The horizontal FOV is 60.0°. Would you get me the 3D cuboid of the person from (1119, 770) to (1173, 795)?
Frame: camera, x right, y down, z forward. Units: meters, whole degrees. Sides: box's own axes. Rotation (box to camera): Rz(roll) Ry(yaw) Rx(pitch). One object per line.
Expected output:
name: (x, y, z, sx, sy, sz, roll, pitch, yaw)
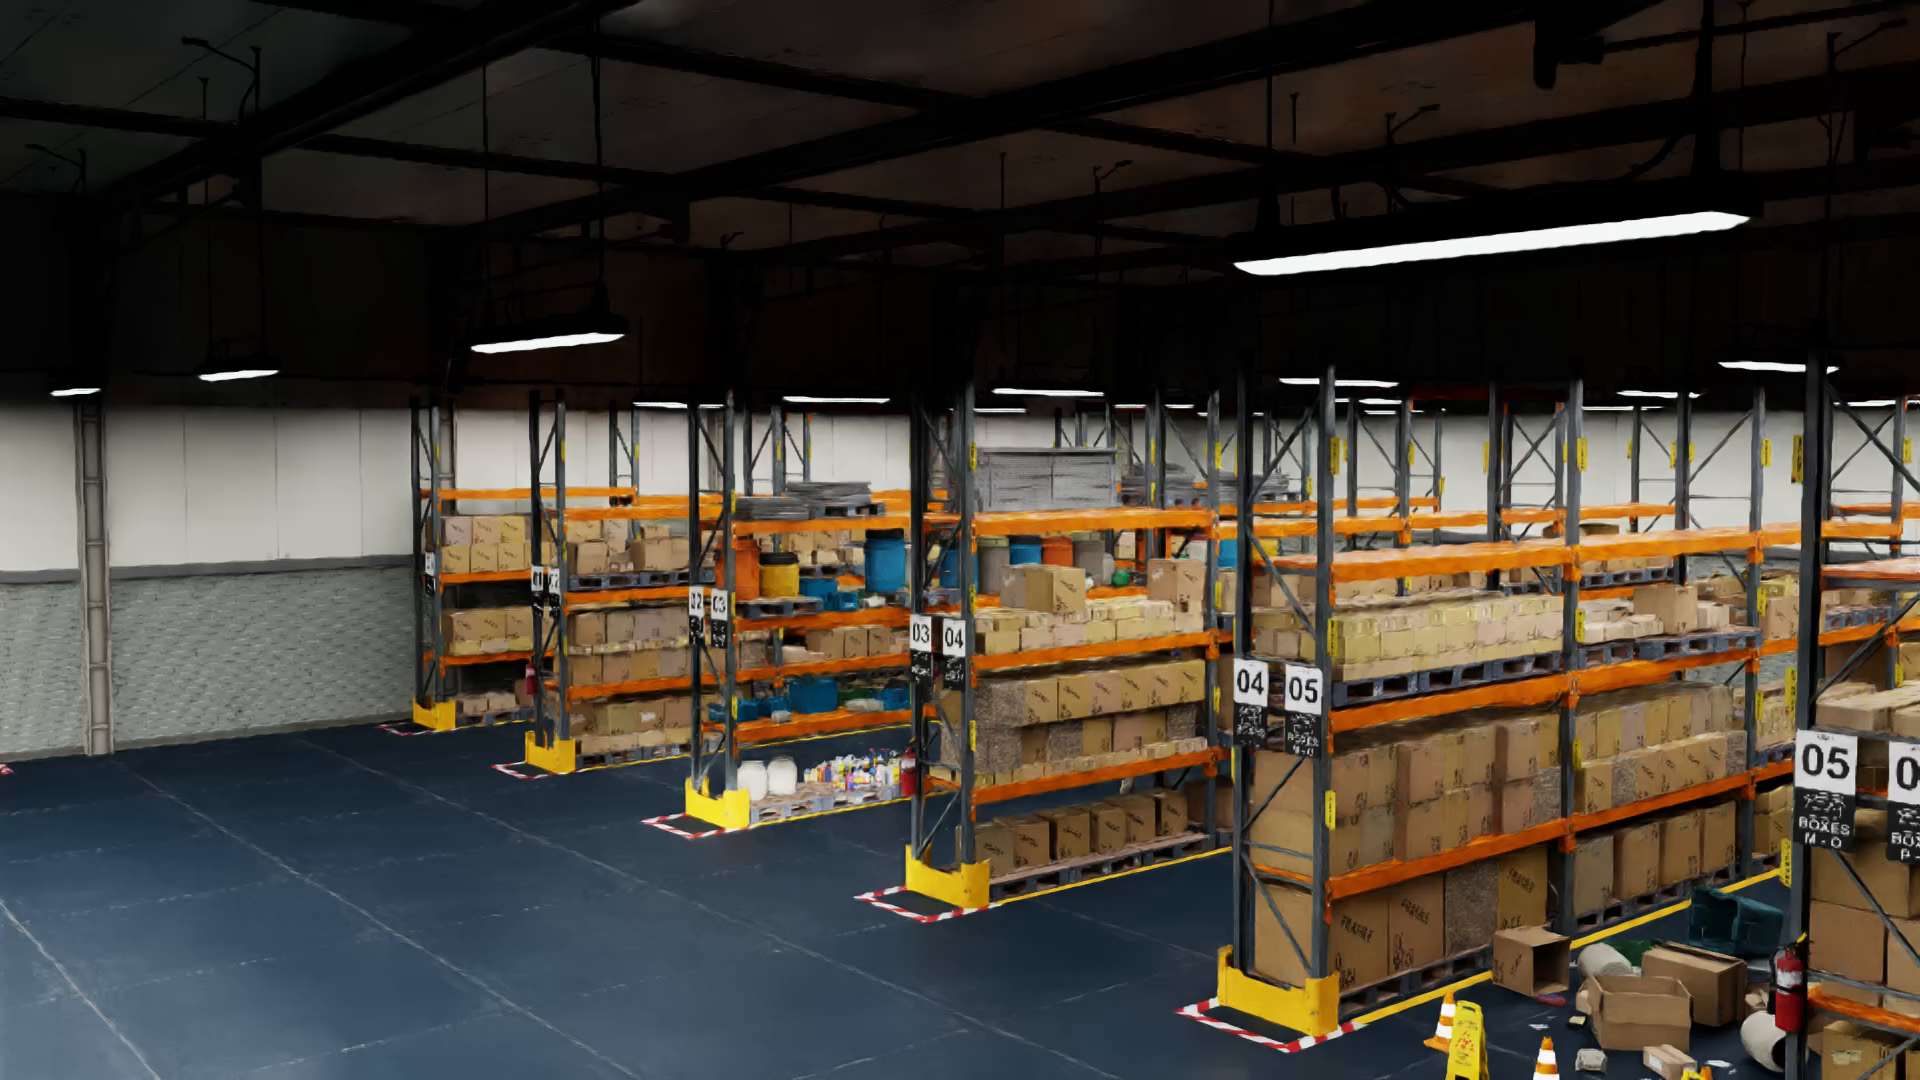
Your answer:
person: (2.616, 2.935, 23.550, 1.130, 1.646, 0.540, -3, 5, -42)
